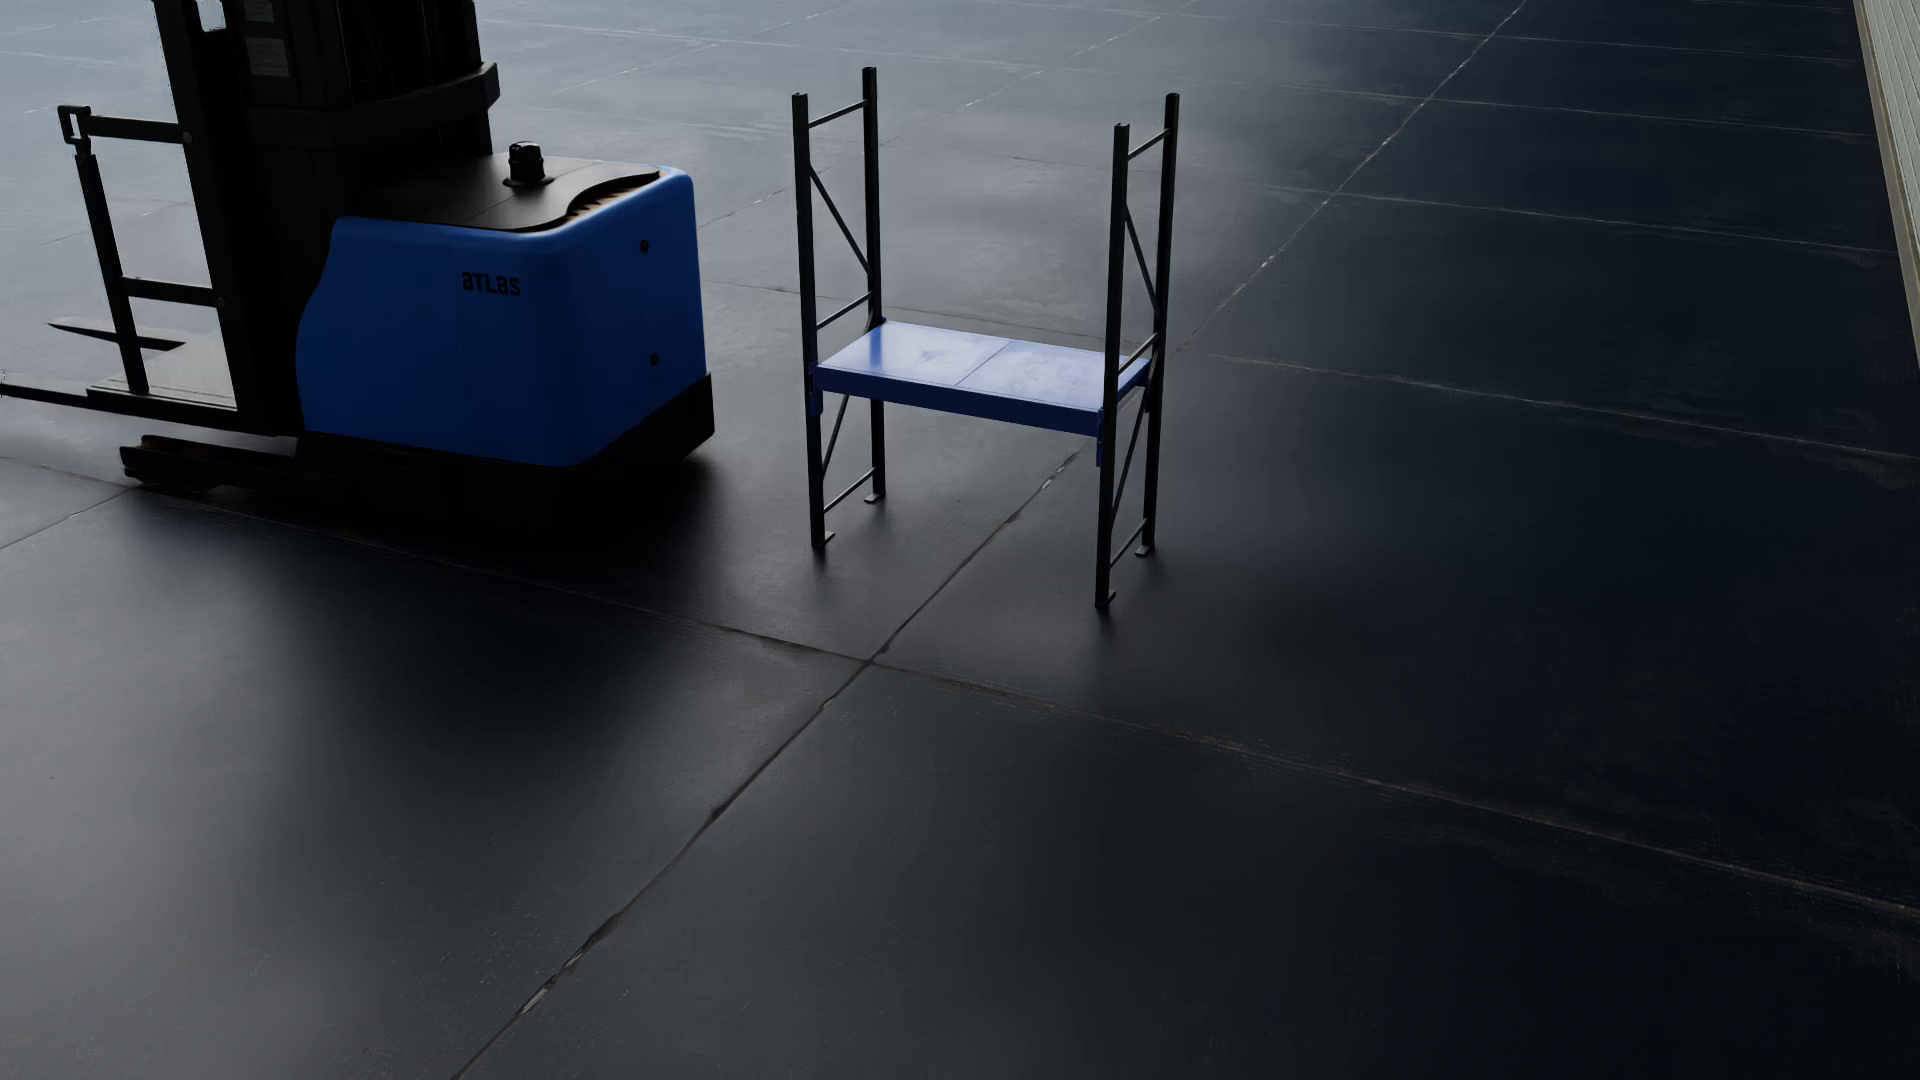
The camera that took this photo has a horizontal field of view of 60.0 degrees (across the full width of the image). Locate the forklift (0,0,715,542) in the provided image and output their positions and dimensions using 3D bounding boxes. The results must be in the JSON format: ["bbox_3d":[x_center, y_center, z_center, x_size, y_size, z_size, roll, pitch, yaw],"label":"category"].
[{"bbox_3d":[-2.506,-1.692,5.770,3.031,2.935,1.130,9,28,17],"label":"forklift"}]

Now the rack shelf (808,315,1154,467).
[{"bbox_3d":[0.078,-0.496,5.368,1.000,0.185,0.538,11,28,22],"label":"rack shelf"}]

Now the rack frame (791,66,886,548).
[{"bbox_3d":[-0.385,-0.750,5.477,0.032,1.500,0.500,11,28,22],"label":"rack frame"}]

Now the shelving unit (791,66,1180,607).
[{"bbox_3d":[0.078,-0.657,5.289,1.048,1.500,0.538,11,28,22],"label":"shelving unit"}]

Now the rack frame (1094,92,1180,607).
[{"bbox_3d":[0.540,-0.564,5.100,0.032,1.500,0.500,11,28,22],"label":"rack frame"}]
